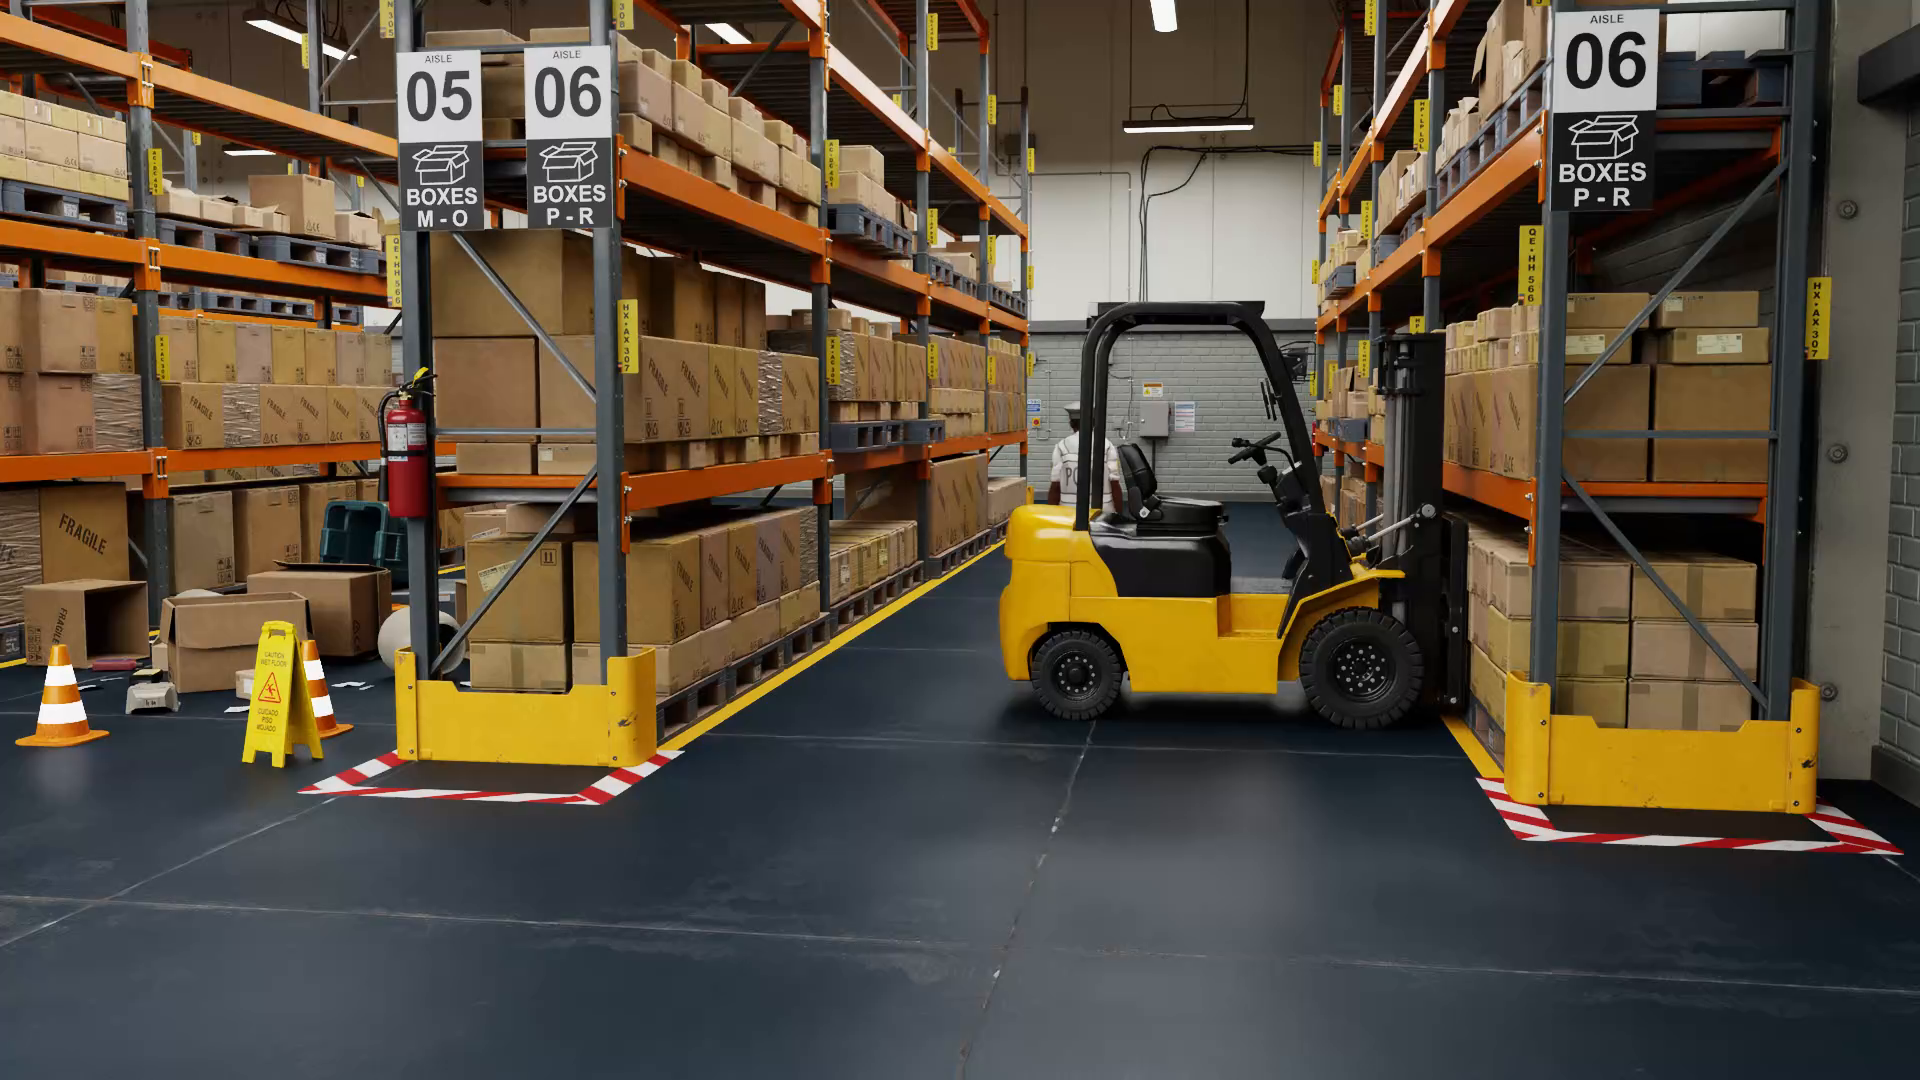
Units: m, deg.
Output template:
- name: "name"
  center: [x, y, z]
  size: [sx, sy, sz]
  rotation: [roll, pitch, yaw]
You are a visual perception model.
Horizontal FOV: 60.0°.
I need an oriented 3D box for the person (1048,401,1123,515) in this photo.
- name: "person"
  center: [0.849, -0.093, 11.071]
  size: [0.527, 1.658, 0.428]
  rotation: [0, 5, 5]
